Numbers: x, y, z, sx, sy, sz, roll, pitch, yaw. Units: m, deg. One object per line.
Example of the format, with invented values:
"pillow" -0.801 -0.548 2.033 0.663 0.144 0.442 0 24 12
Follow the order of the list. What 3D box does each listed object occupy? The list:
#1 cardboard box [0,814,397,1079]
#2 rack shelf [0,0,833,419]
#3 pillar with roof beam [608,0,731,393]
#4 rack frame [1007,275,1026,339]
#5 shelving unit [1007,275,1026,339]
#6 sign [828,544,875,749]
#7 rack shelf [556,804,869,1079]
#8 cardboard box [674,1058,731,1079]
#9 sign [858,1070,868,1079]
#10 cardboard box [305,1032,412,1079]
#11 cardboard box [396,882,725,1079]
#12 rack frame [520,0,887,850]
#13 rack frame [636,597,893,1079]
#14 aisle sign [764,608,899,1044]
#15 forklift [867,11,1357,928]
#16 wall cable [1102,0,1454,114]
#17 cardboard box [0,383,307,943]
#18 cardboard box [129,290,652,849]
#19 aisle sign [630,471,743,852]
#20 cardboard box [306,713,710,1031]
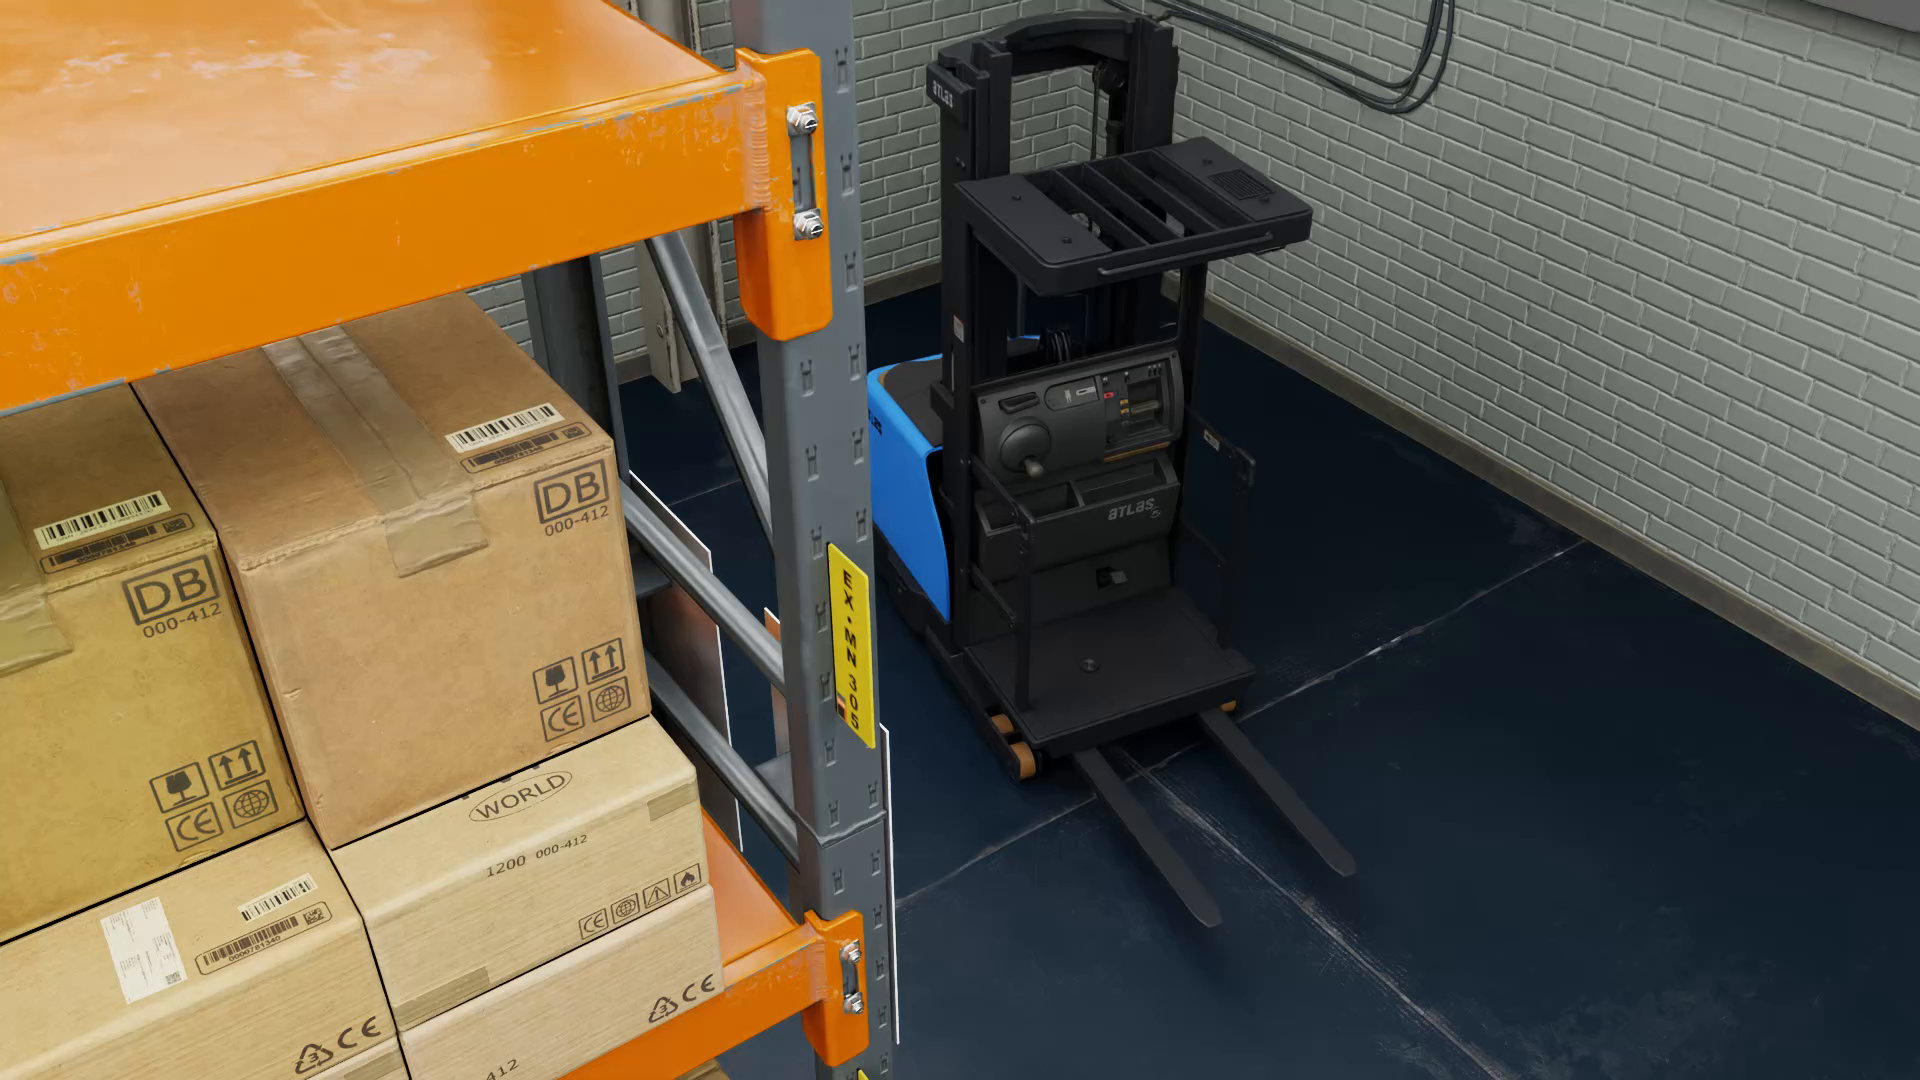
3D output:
"cardboard box" -1.143 0.569 2.335 0.500 0.250 0.500 -22 41 -28
"rack shelf" -2.097 -0.004 1.481 4.000 0.370 1.077 -22 41 -28
"pillar with roof beam" 0.870 -2.599 4.470 0.400 9.000 9.100 -22 41 -28
"rack frame" 0.193 -0.935 8.579 0.032 1.500 0.500 -16 39 -22
"shelving unit" -0.252 -0.803 8.395 1.083 1.500 0.587 -16 39 -22
"sign" -0.159 0.160 2.445 0.005 0.325 0.100 -22 41 -28
"rack shelf" -2.097 1.213 2.356 4.000 0.370 1.077 -22 41 -28
"cardboard box" -0.667 1.300 3.245 0.500 0.500 0.500 -23 42 -28
"sign" -0.159 1.139 3.149 0.005 0.325 0.100 -22 41 -28
"cardboard box" -1.145 0.770 2.483 0.500 0.250 0.500 -22 41 -28
"cardboard box" -0.730 0.607 2.709 0.500 0.250 0.500 -22 41 -28
"rack frame" -0.462 -0.970 2.205 0.127 3.000 1.000 -22 41 -28
"rack frame" -0.462 1.466 3.957 0.127 3.000 1.000 -22 41 -28
"aisle sign" -0.230 0.533 3.026 0.004 0.787 0.394 -22 41 -28
"forklift" 0.594 -0.452 6.681 1.130 2.935 3.031 -15 38 -20
"wall cable" 1.510 -3.804 8.805 0.112 2.526 3.097 -22 41 -28
"cardboard box" -1.330 0.110 2.331 0.500 0.500 0.700 -22 41 -28
"cardboard box" -0.872 -0.018 2.509 0.500 0.500 0.700 -22 41 -28
"aisle sign" -0.575 0.247 3.424 0.004 0.787 0.394 -22 41 -28
"cardboard box" -0.735 0.400 2.569 0.500 0.250 0.500 -22 41 -28
